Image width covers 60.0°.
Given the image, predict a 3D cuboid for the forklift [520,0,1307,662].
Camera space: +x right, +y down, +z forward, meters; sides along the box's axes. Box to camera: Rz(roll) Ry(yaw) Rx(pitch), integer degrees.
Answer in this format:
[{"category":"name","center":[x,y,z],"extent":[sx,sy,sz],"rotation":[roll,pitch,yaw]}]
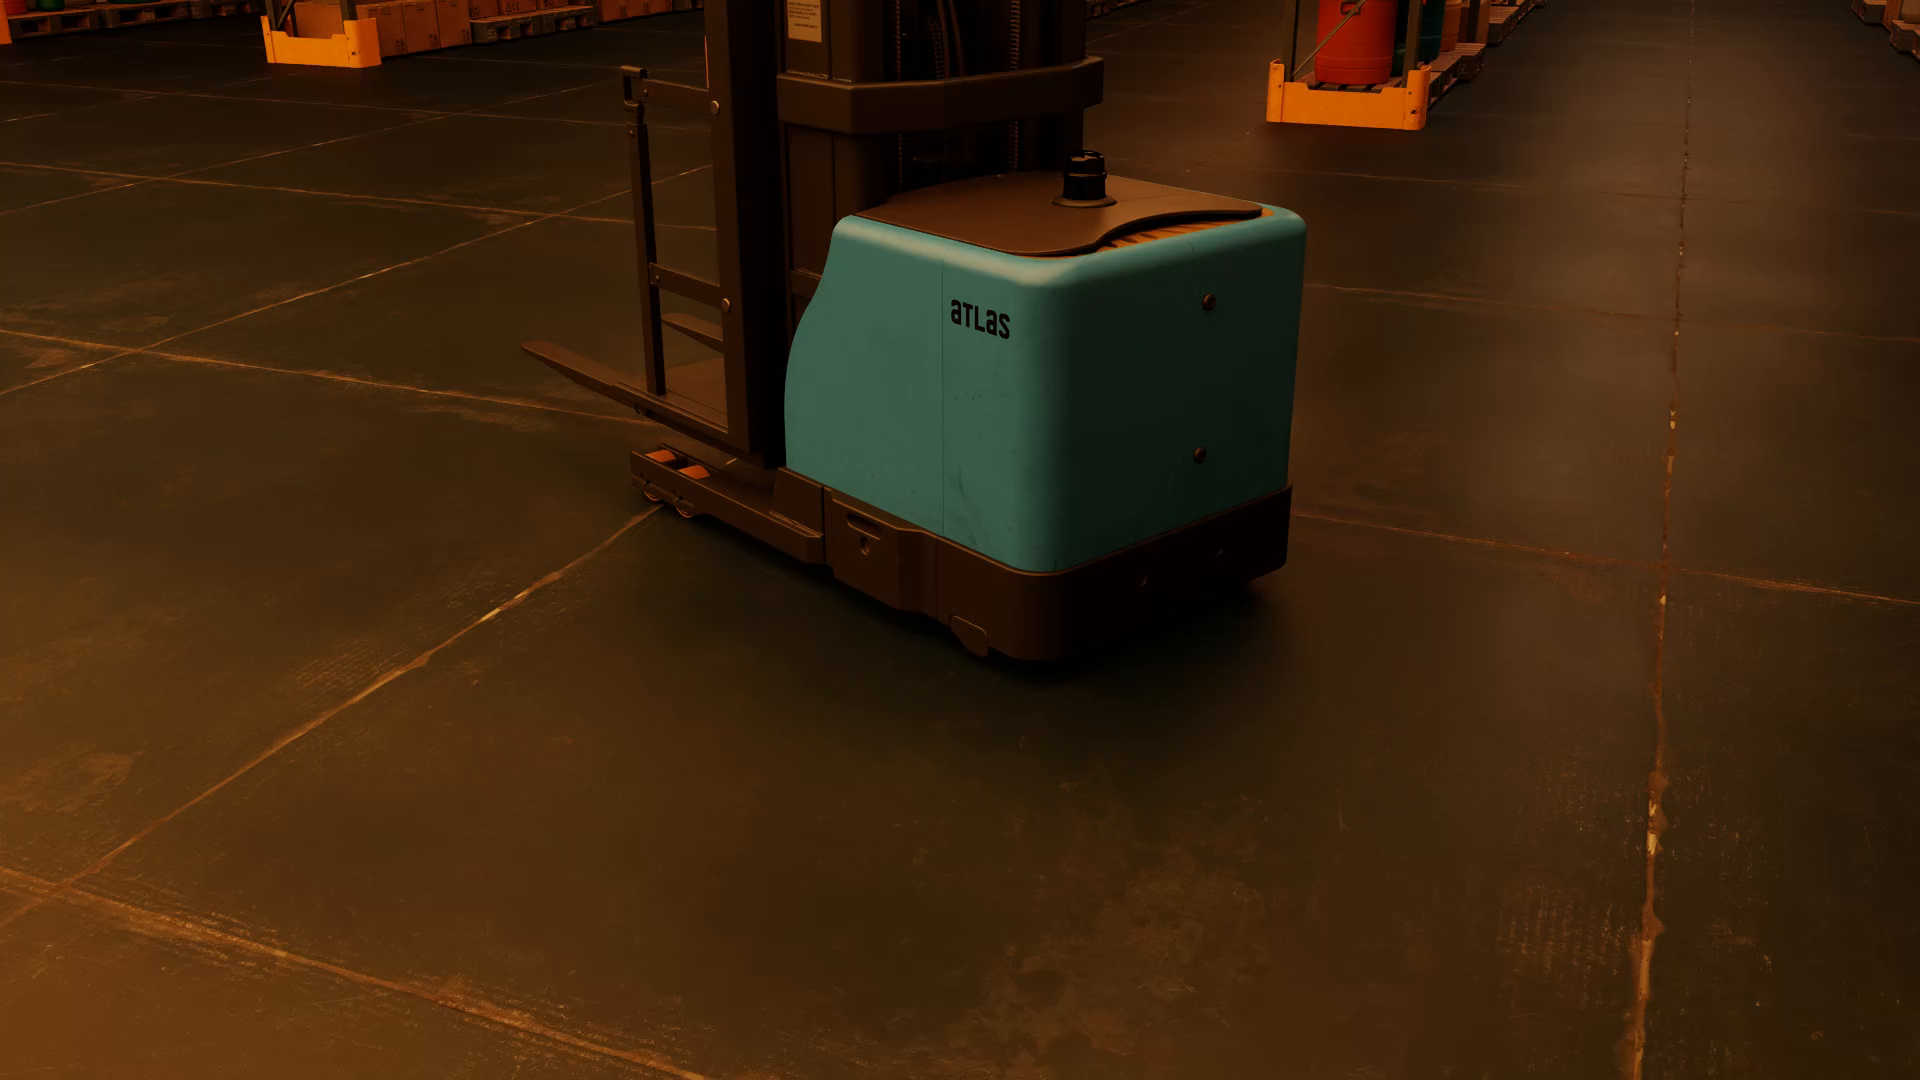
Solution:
[{"category":"forklift","center":[-0.414,-1.534,4.963],"extent":[1.130,2.935,3.031],"rotation":[-19,29,-38]}]
